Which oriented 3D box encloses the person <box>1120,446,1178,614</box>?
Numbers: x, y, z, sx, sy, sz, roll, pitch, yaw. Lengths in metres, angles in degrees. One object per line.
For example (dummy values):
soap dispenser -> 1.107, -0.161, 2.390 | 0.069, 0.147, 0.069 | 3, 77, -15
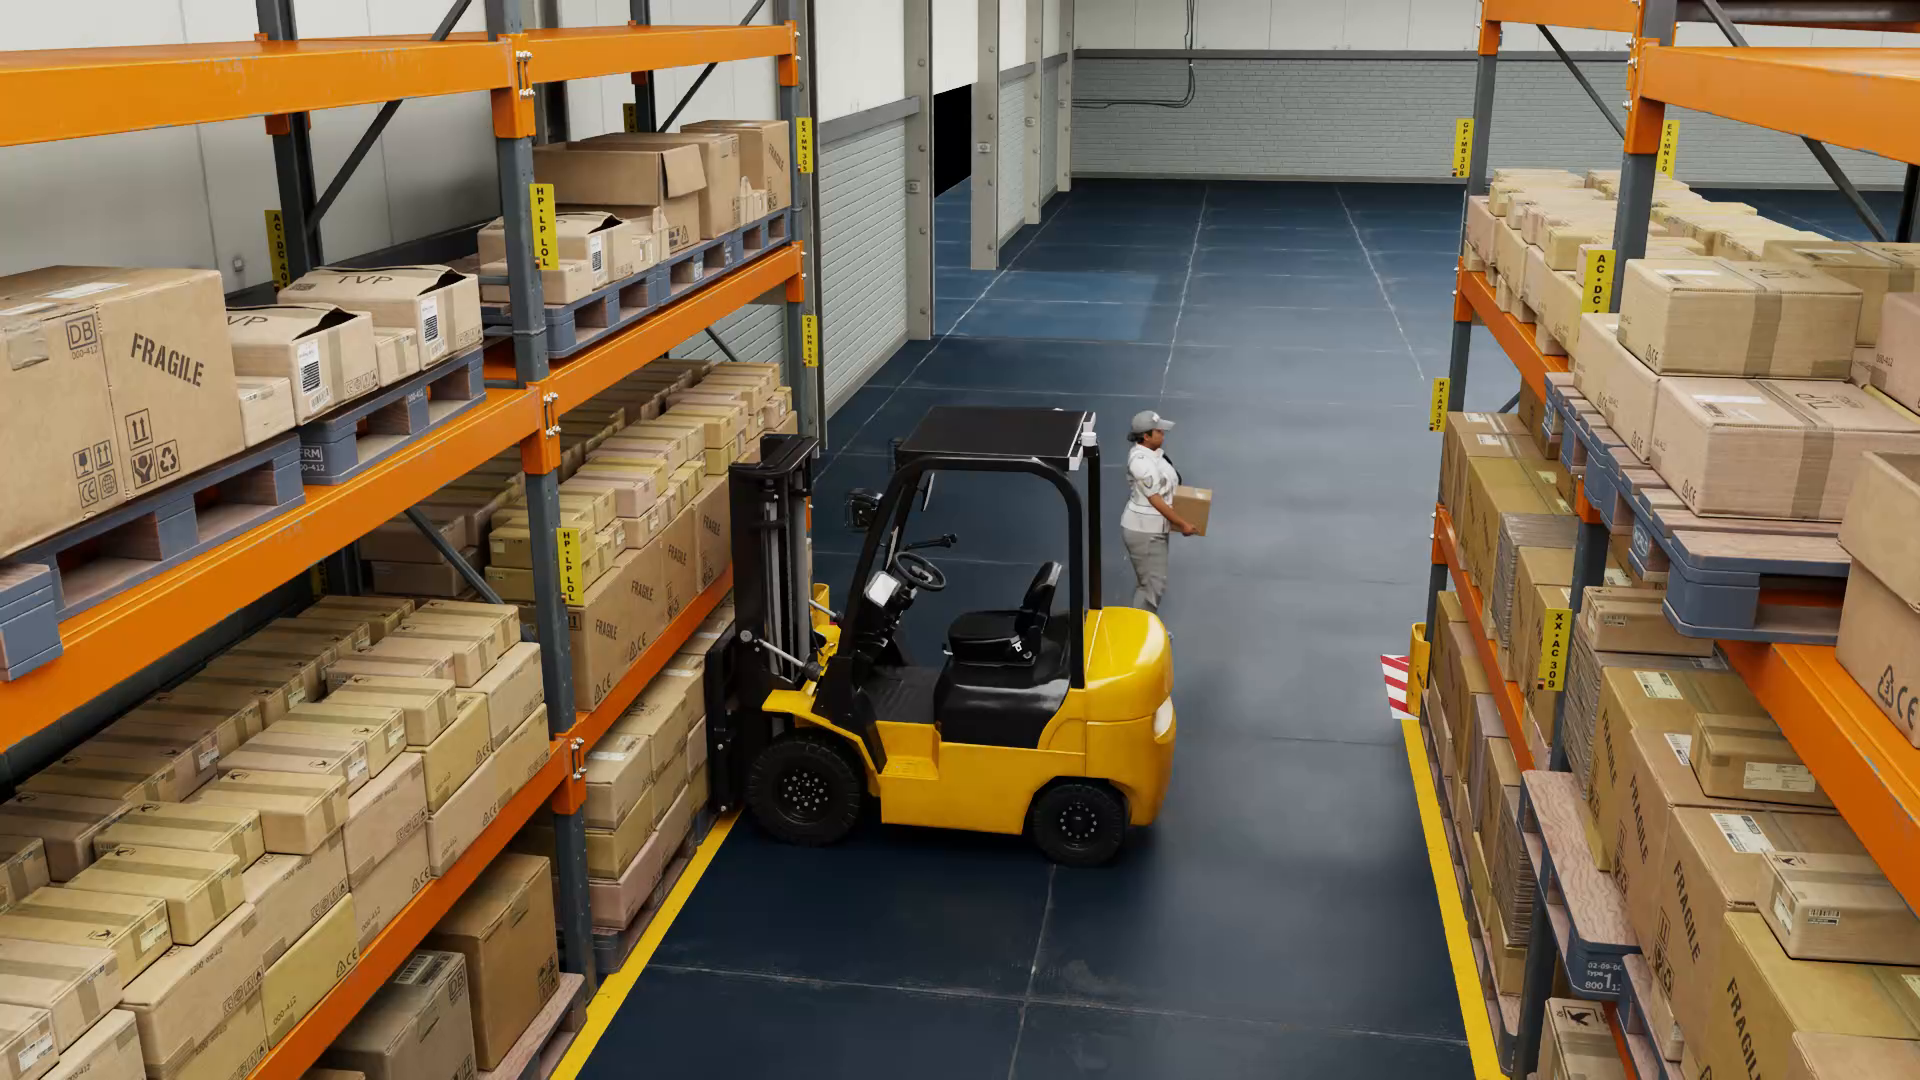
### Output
person -> 1.277, 0.023, 11.268 | 0.384, 1.350, 0.425 | 3, 18, 10
